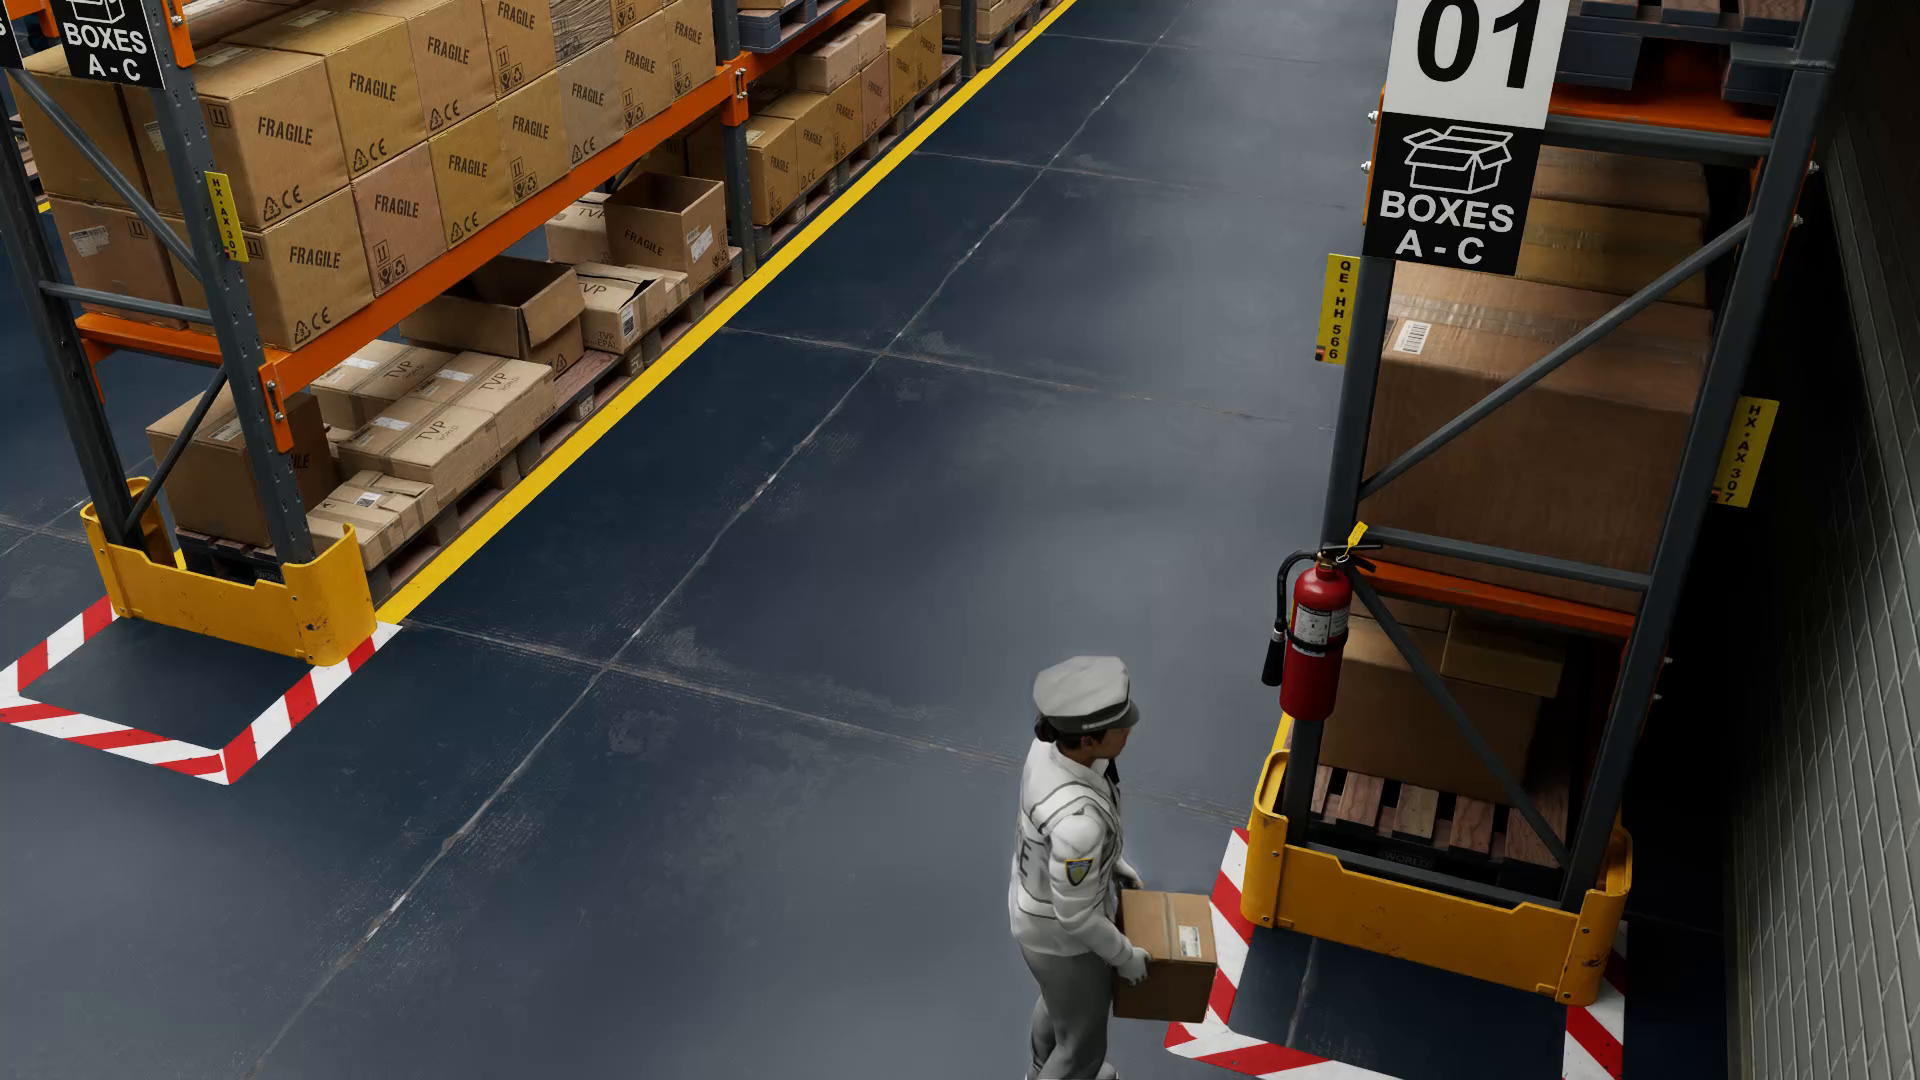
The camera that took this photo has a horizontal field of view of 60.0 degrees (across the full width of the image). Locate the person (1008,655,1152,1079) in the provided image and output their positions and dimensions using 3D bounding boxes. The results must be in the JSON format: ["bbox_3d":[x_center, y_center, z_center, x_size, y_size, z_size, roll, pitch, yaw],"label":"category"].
[{"bbox_3d":[0.325,1.034,4.557,0.385,1.680,0.502,0,33,1],"label":"person"}]
